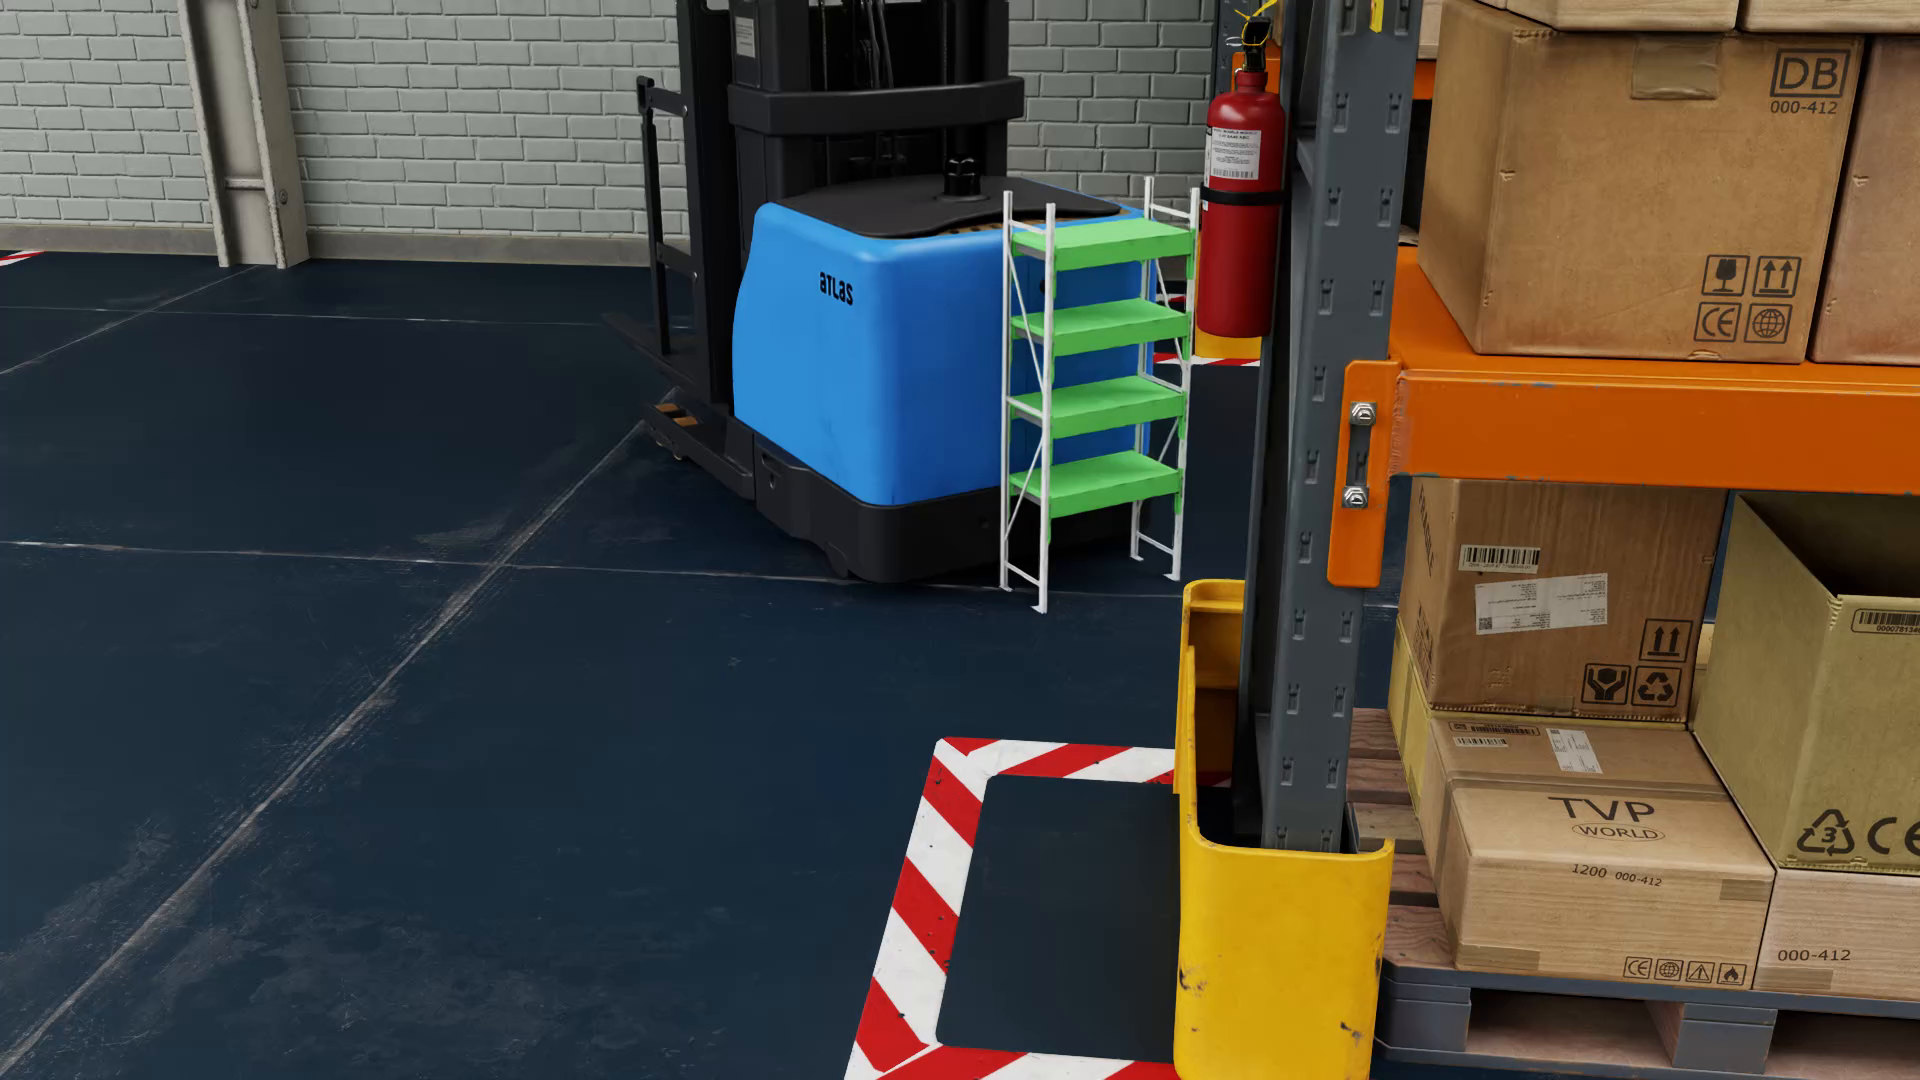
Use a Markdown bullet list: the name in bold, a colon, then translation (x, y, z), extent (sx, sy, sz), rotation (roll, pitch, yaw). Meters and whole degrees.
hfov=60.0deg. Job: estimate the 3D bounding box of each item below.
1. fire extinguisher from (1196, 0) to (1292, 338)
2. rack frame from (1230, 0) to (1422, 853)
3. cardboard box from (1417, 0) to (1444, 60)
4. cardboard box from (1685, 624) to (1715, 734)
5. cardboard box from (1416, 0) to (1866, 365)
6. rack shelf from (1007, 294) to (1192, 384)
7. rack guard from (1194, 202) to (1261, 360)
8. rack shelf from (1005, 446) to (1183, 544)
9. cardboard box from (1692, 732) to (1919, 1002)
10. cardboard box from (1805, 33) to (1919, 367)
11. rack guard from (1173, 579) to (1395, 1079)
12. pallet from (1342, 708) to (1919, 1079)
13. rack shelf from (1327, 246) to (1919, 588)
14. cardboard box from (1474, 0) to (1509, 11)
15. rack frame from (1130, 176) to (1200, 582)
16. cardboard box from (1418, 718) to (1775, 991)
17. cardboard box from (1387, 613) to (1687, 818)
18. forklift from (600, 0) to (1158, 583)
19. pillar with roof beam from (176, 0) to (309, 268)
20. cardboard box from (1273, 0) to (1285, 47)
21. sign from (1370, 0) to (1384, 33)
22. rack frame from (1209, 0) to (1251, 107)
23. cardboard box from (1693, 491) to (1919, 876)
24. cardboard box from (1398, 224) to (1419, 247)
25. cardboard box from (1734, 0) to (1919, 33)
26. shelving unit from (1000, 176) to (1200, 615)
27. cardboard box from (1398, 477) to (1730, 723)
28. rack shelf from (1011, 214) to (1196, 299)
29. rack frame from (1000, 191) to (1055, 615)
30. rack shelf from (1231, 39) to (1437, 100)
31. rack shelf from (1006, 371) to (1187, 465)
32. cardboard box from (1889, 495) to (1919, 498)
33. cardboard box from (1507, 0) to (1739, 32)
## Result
- **fire extinguisher**: translation (0.583, -0.759, 3.385), extent (0.183, 0.674, 0.296), rotation (2, 22, 6)
- **rack frame**: translation (0.646, -0.620, 2.929), extent (0.127, 3.000, 1.000), rotation (2, 22, 6)
- **cardboard box**: translation (2.190, -2.214, 7.137), extent (0.500, 0.250, 0.500), rotation (2, 22, 5)
- **cardboard box**: translation (1.711, 0.396, 3.527), extent (0.500, 0.250, 0.500), rotation (2, 22, 6)
- **cardboard box**: translation (1.108, -0.642, 2.847), extent (0.500, 0.500, 0.700), rotation (3, 22, 6)
- **rack shelf**: translation (0.400, -0.587, 4.814), extent (0.480, 0.148, 0.258), rotation (-12, 25, -28)
- **rack guard**: translation (1.301, -1.263, 7.955), extent (0.348, 0.500, 1.175), rotation (2, 22, 6)
- **rack shelf**: translation (0.400, -0.141, 4.991), extent (0.480, 0.148, 0.258), rotation (-12, 25, -28)
- **cardboard box**: translation (1.649, 0.588, 3.041), extent (0.500, 0.250, 0.500), rotation (2, 22, 6)
- **cardboard box**: translation (1.630, -0.621, 2.794), extent (0.500, 0.500, 0.700), rotation (3, 22, 8)
- **rack guard**: translation (0.622, 0.541, 3.391), extent (0.348, 0.500, 1.175), rotation (2, 22, 6)
- **pallet**: translation (1.410, 0.694, 3.396), extent (1.213, 0.211, 1.003), rotation (2, 22, 6)
- **rack shelf**: translation (2.632, -0.199, 2.842), extent (4.000, 0.370, 1.077), rotation (2, 22, 6)
- **cardboard box**: translation (1.048, -1.021, 2.925), extent (0.250, 0.149, 0.380), rotation (2, 22, 5)
- **rack frame**: translation (0.610, -0.469, 4.994), extent (0.015, 1.200, 0.240), rotation (-12, 25, -28)
- **cardboard box**: translation (1.152, 0.568, 3.093), extent (0.500, 0.250, 0.500), rotation (2, 22, 6)
- **cardboard box**: translation (1.213, 0.379, 3.571), extent (0.500, 0.250, 0.500), rotation (2, 22, 6)
- **forklift**: translation (-0.548, -1.732, 5.834), extent (1.130, 2.935, 3.031), rotation (-12, 24, -28)
- **pillar with roof beam**: translation (-4.443, -4.192, 3.804), extent (0.400, 9.000, 9.100), rotation (2, 22, 6)
- **cardboard box**: translation (1.712, -2.419, 7.656), extent (0.500, 0.250, 0.500), rotation (3, 22, 7)
- **sign**: translation (0.575, -0.857, 2.243), extent (0.005, 0.325, 0.100), rotation (2, 22, 6)
- **rack frame**: translation (1.225, -2.429, 7.504), extent (0.127, 3.000, 1.000), rotation (2, 22, 6)
- **cardboard box**: translation (1.649, 0.240, 2.902), extent (0.500, 0.500, 0.500), rotation (2, 22, 6)
- **cardboard box**: translation (1.902, -1.320, 7.758), extent (0.500, 0.311, 0.500), rotation (0, 22, 0)
- **cardboard box**: translation (1.273, -0.862, 2.523), extent (0.250, 0.149, 0.380), rotation (2, 22, 5)
- **shelving unit**: translation (0.400, -0.424, 4.879), extent (0.503, 1.200, 0.258), rotation (-12, 25, -28)
- **cardboard box**: translation (1.214, 0.029, 3.435), extent (0.500, 0.500, 0.500), rotation (2, 22, 6)
- **rack shelf**: translation (0.400, -0.810, 4.726), extent (0.480, 0.148, 0.258), rotation (-12, 25, -28)
- **rack frame**: translation (0.189, -0.378, 4.765), extent (0.015, 1.200, 0.240), rotation (-12, 25, -28)
- **rack shelf**: translation (3.211, -2.008, 7.417), extent (4.000, 0.370, 1.077), rotation (2, 22, 6)
- **rack shelf**: translation (0.400, -0.364, 4.903), extent (0.480, 0.148, 0.258), rotation (-12, 25, -28)
- **cardboard box**: translation (2.208, 0.067, 3.339), extent (0.500, 0.500, 0.500), rotation (2, 22, 6)
- **cardboard box**: translation (1.010, -0.873, 2.549), extent (0.250, 0.149, 0.380), rotation (2, 22, 6)
